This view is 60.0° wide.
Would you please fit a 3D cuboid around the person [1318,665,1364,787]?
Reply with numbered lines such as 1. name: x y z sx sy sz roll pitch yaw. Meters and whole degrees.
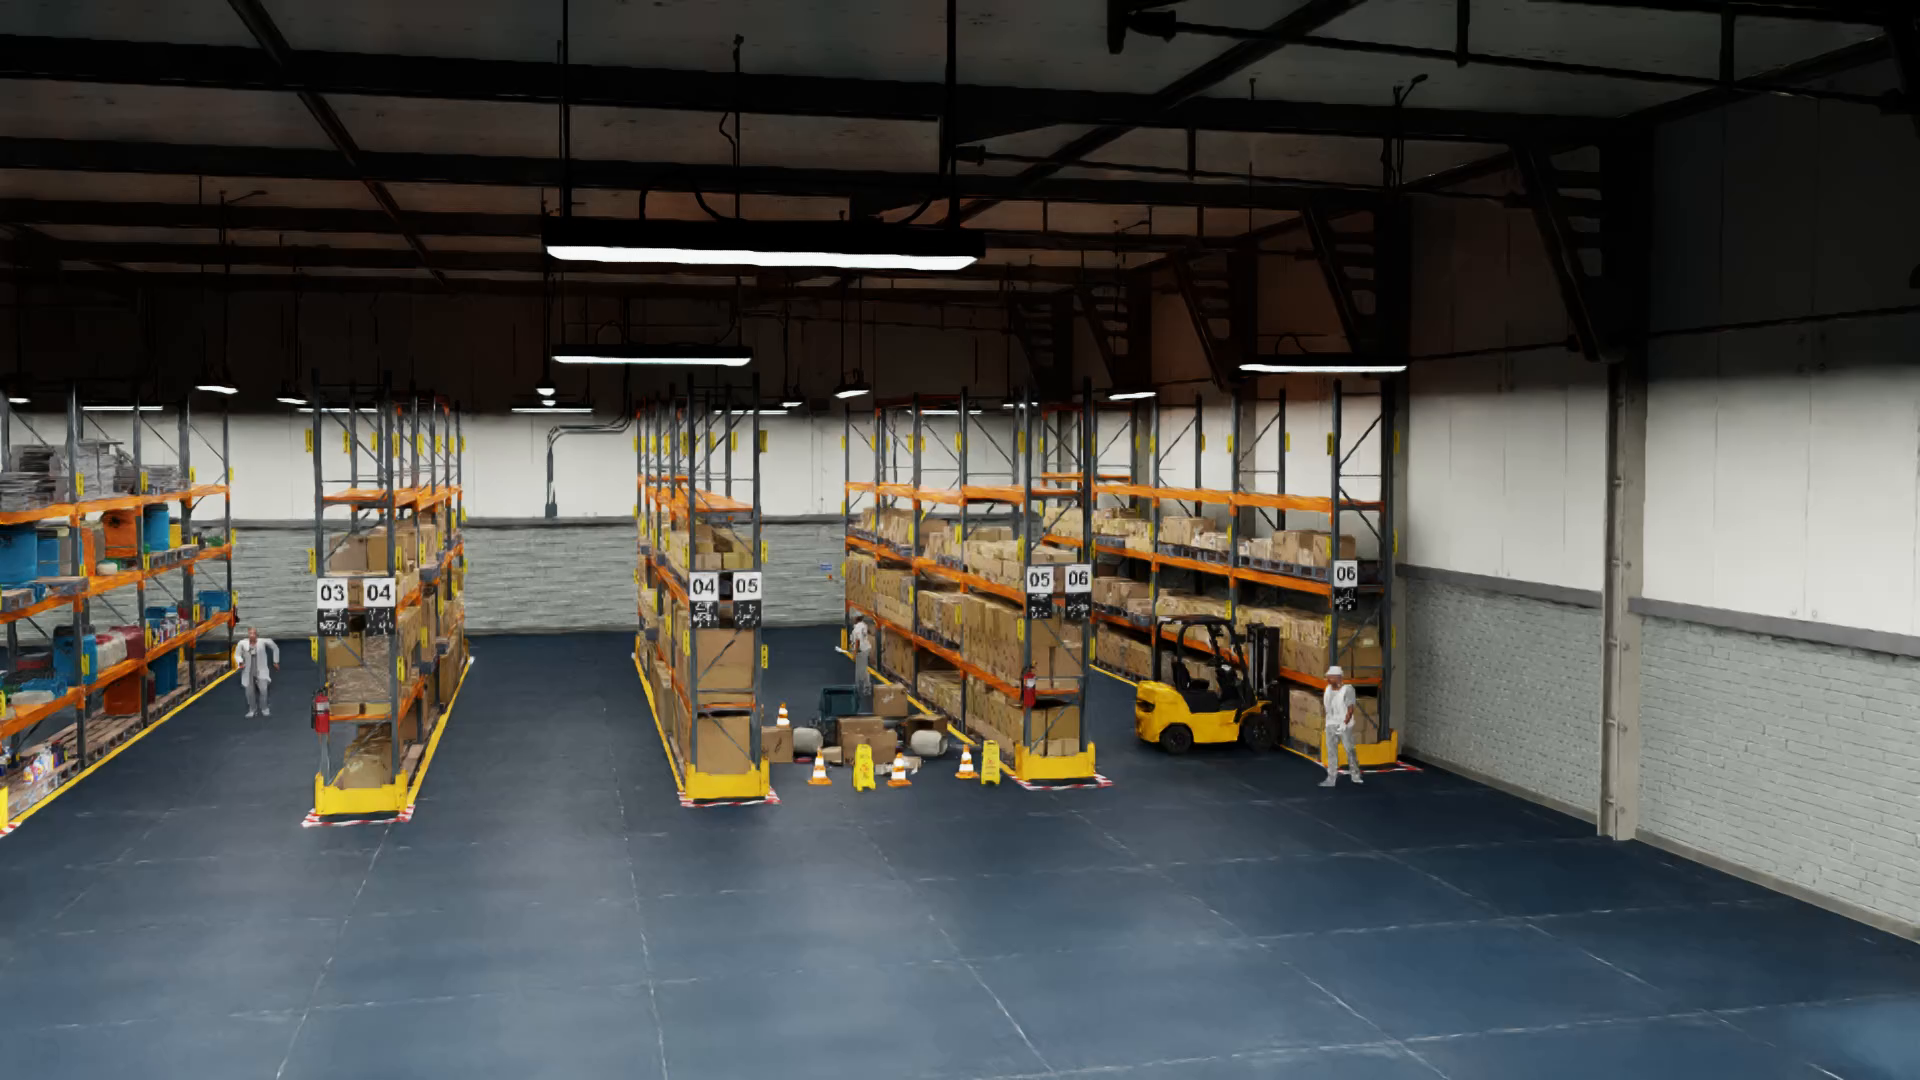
1. person: 5.563 2.717 24.328 0.714 1.783 0.567 -3 4 -42

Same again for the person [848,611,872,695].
1. person: -2.021 2.244 33.221 0.565 1.657 0.611 0 3 8

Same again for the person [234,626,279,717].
1. person: -12.846 2.404 30.336 0.718 1.704 0.846 0 3 -9

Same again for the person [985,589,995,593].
1. person: 0.942 1.610 43.527 0.510 1.736 0.707 -3 5 -43
